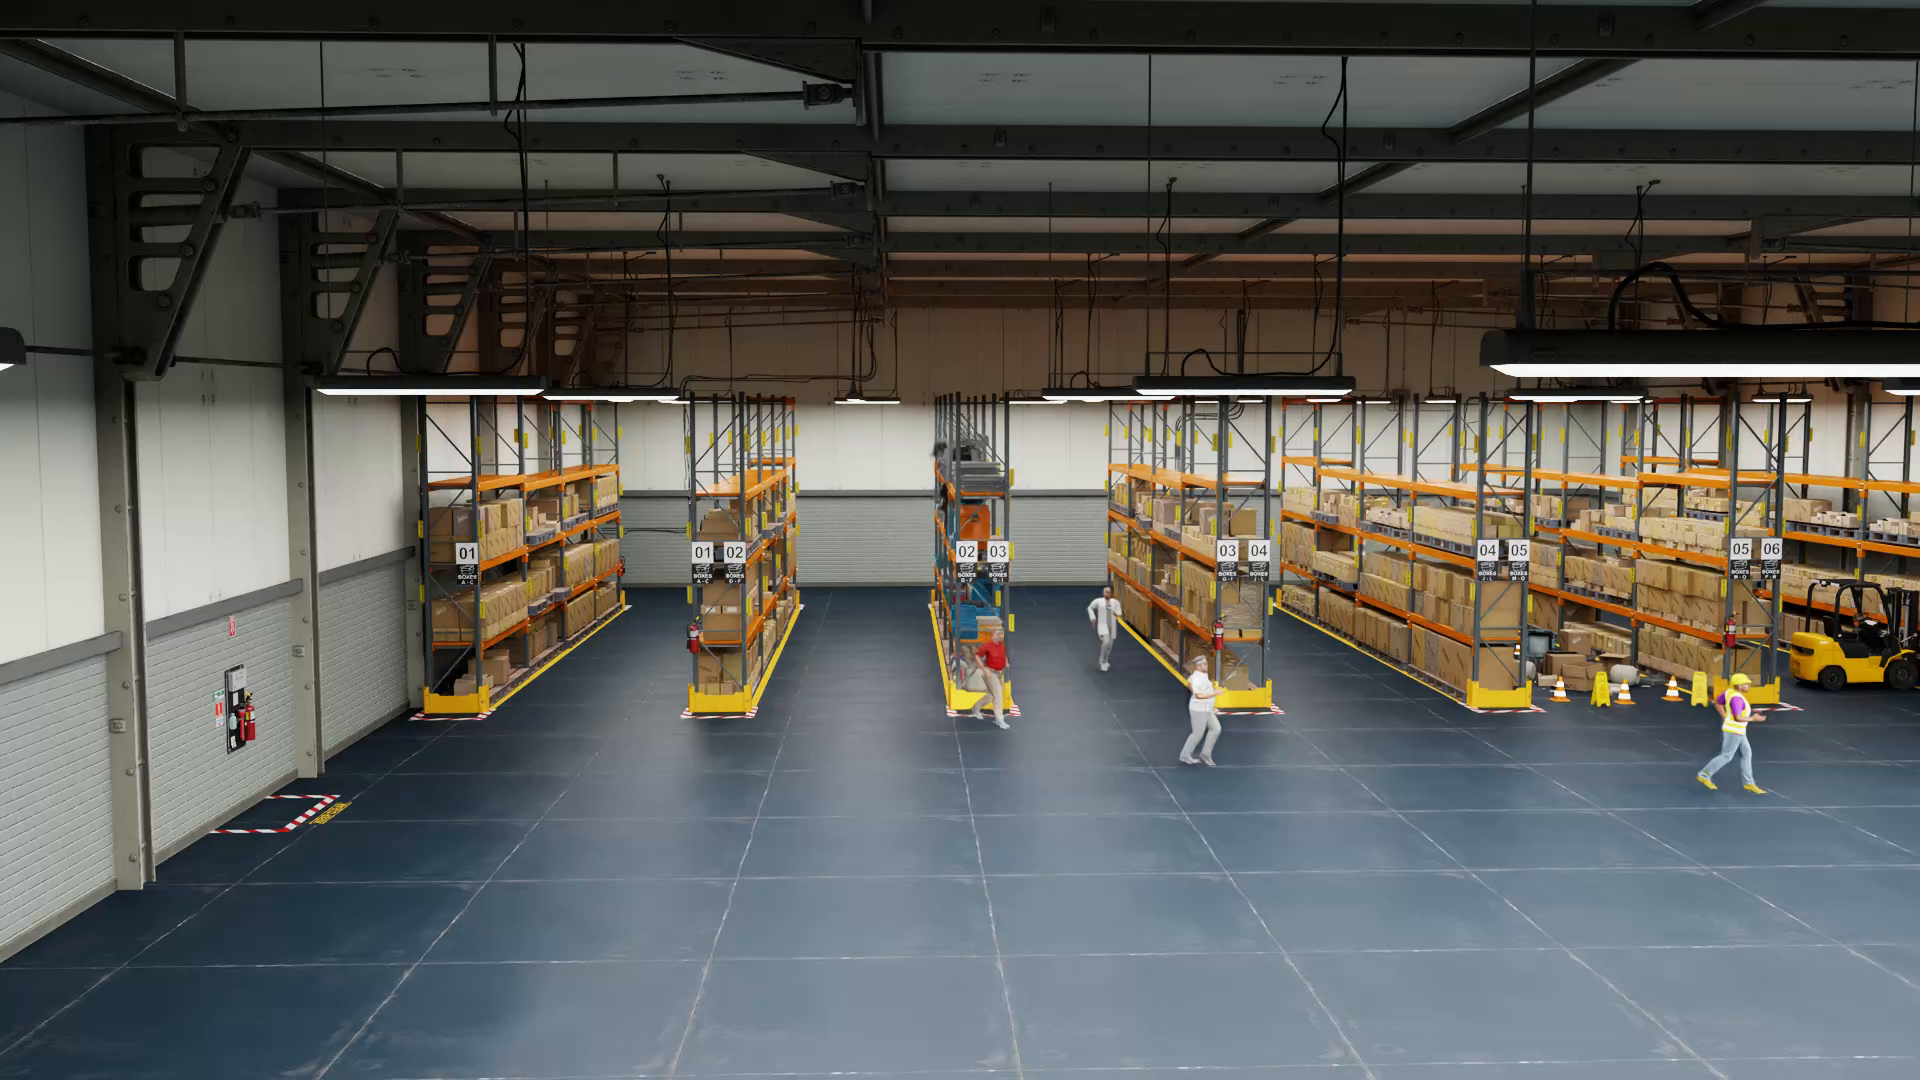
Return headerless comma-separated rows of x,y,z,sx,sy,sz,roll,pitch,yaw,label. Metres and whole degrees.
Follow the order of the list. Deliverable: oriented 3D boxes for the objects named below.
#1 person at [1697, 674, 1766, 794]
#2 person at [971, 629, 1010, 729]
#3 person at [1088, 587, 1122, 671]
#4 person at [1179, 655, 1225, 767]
11.426,2.857,24.585,0.935,1.781,0.654,2,5,25,person
0.581,2.458,29.916,0.909,1.748,0.672,3,6,34,person
3.194,1.940,36.258,0.670,1.834,0.809,-1,5,-18,person
3.862,2.731,26.436,0.727,1.836,0.640,2,5,21,person
